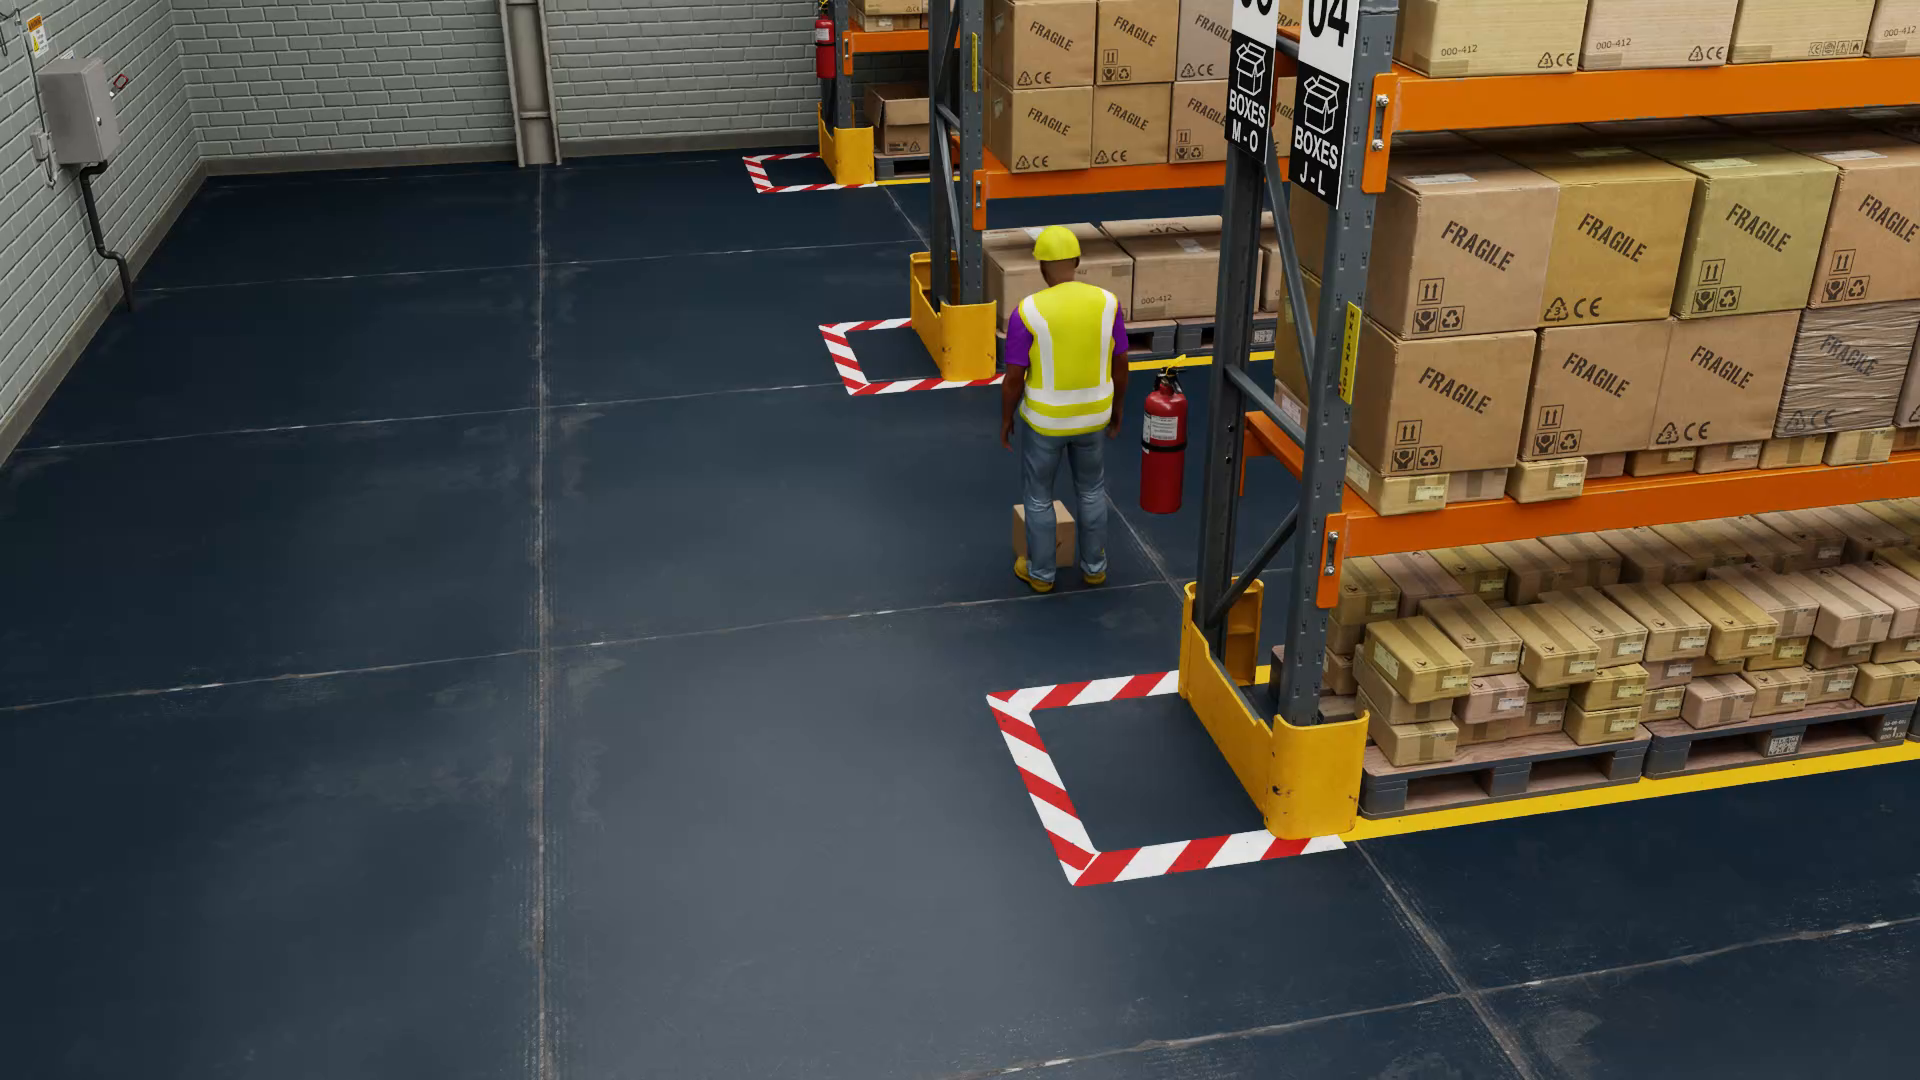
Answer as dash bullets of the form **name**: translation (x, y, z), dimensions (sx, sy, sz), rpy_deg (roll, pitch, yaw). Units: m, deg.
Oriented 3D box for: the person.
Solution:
- **person**: translation (0.478, -0.596, 7.787), dimensions (0.621, 1.759, 0.461), rpy_deg (-7, 27, -14)
